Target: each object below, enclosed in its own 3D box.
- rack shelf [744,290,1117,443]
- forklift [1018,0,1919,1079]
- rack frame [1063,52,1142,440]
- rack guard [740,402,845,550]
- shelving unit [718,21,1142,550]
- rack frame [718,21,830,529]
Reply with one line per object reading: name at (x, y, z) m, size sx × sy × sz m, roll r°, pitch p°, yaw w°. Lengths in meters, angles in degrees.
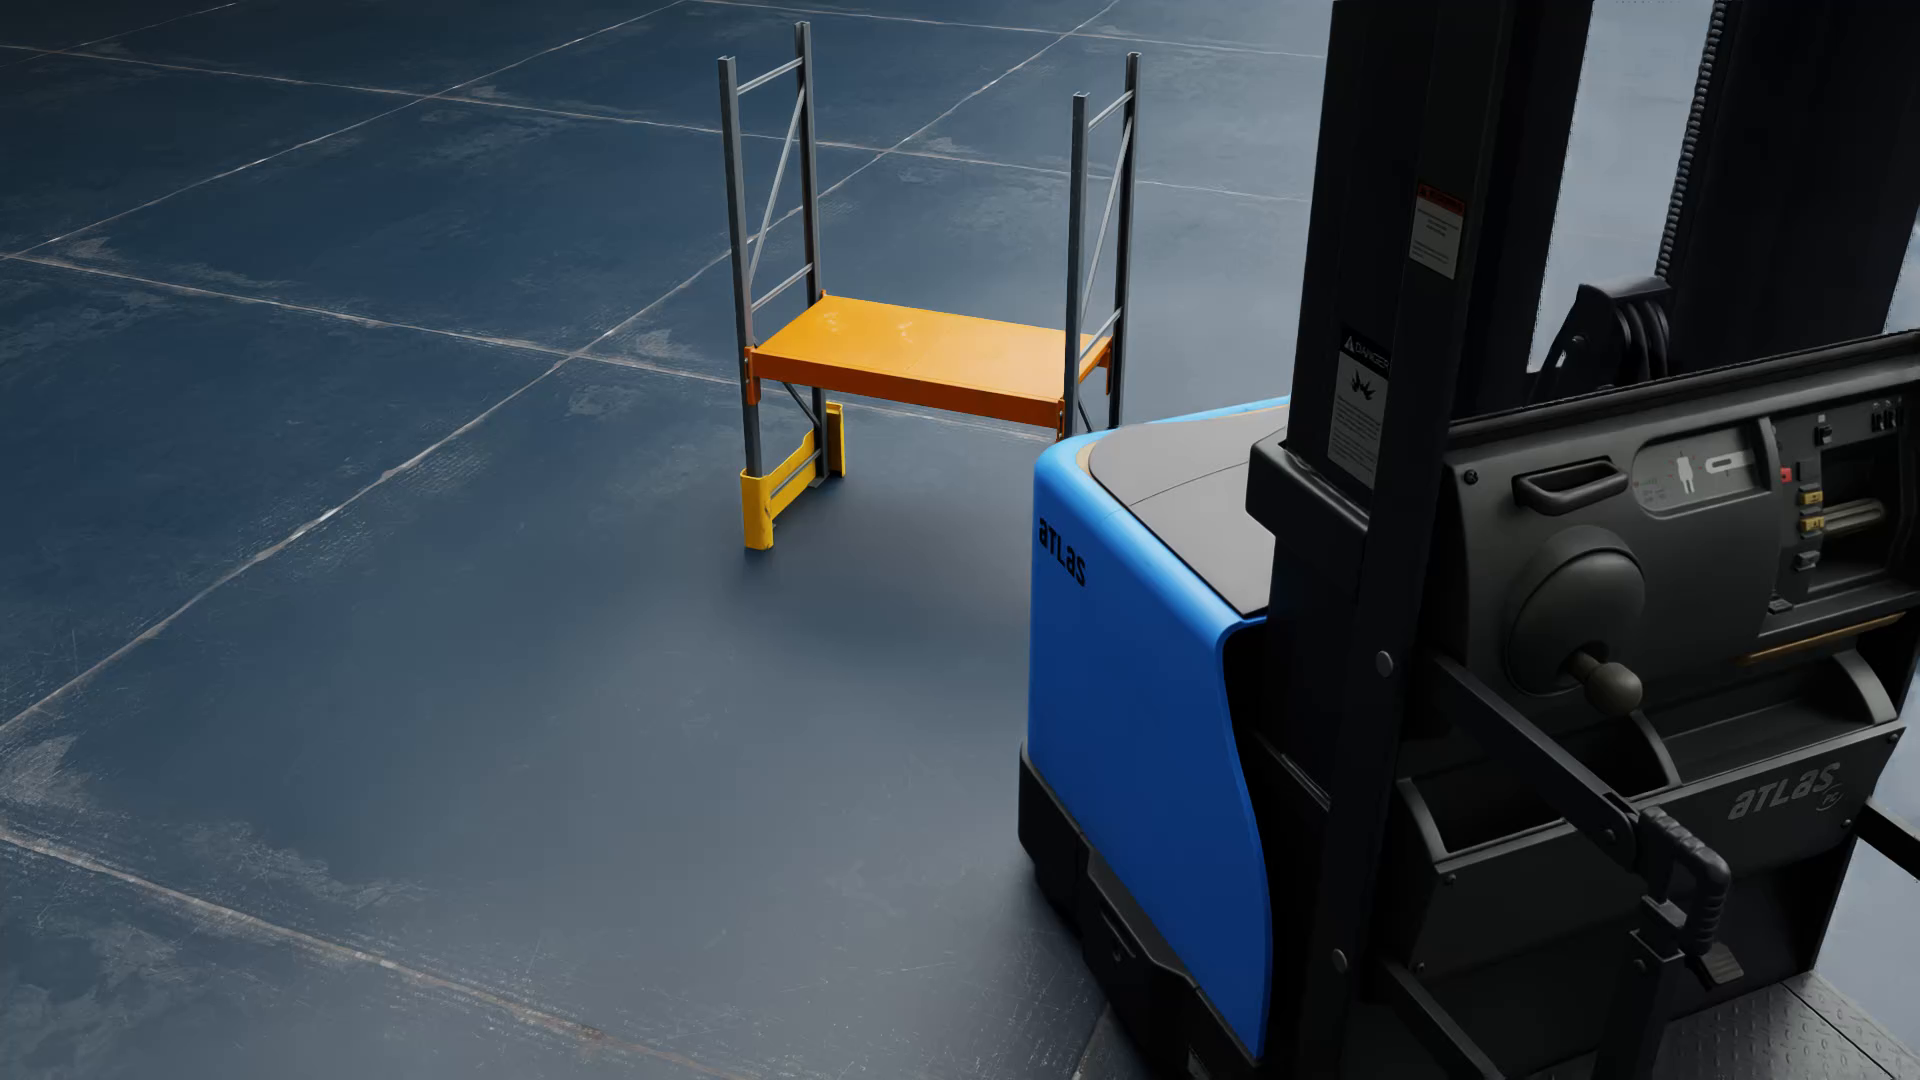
rack shelf at (-0.079, -0.512, 4.997) m, size 1.000 × 0.185 × 0.538 m, roll 11°, pitch 31°, yaw 19°
forklift at (1.176, 0.031, 2.216) m, size 1.130 × 2.935 × 3.031 m, roll -12°, pitch 32°, yaw -20°
rack frame at (0.392, -0.575, 4.742) m, size 0.032 × 1.500 × 0.500 m, roll 11°, pitch 31°, yaw 19°
rack guard at (-0.532, -0.215, 5.376) m, size 0.087 × 0.250 × 0.587 m, roll 11°, pitch 31°, yaw 19°
shelving unit at (-0.071, -0.667, 4.906) m, size 1.083 × 1.500 × 0.587 m, roll 11°, pitch 31°, yaw 19°
rack frame at (-0.550, -0.763, 5.075) m, size 0.032 × 1.500 × 0.500 m, roll 11°, pitch 31°, yaw 19°
